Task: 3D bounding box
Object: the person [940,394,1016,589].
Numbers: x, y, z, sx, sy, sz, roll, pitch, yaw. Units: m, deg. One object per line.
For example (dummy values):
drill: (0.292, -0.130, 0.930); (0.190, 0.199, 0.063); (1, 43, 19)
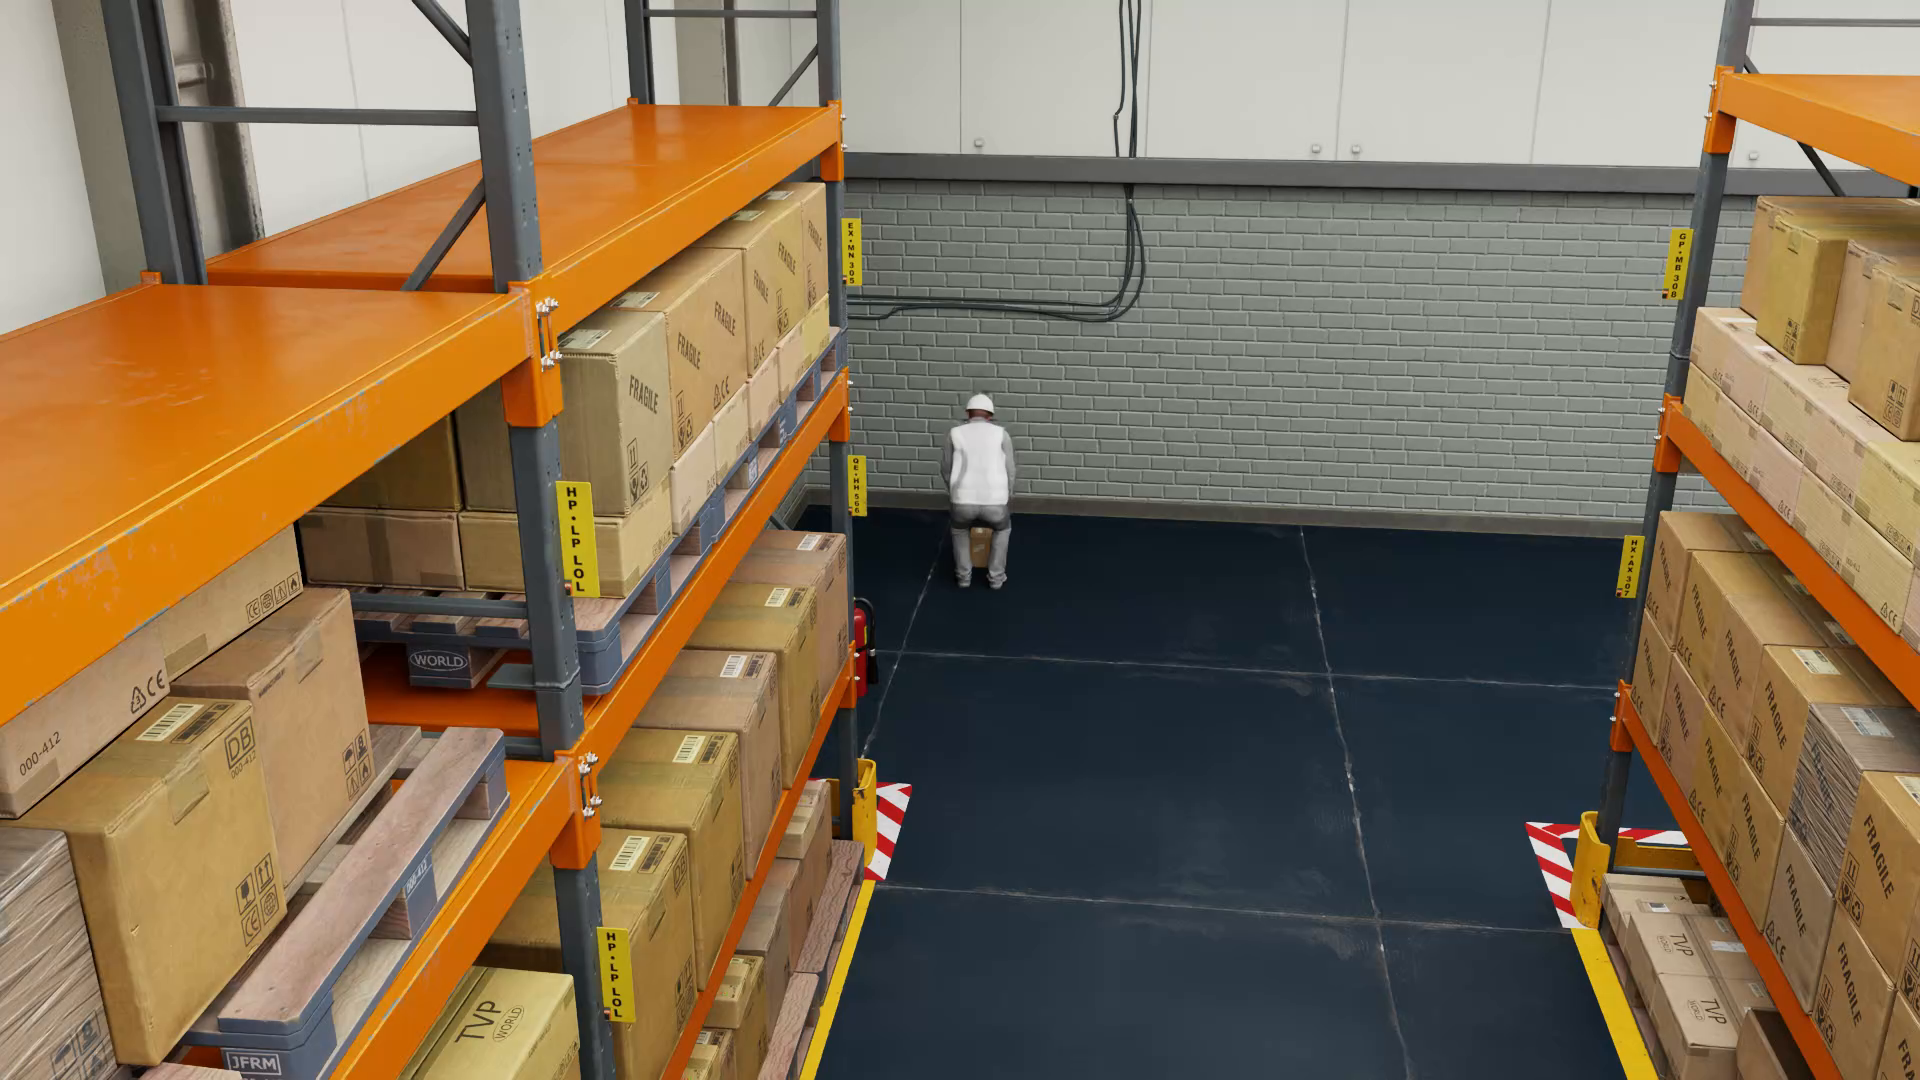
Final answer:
person: (0.130, -0.357, 12.863); (0.591, 1.449, 0.753); (3, 21, 7)
